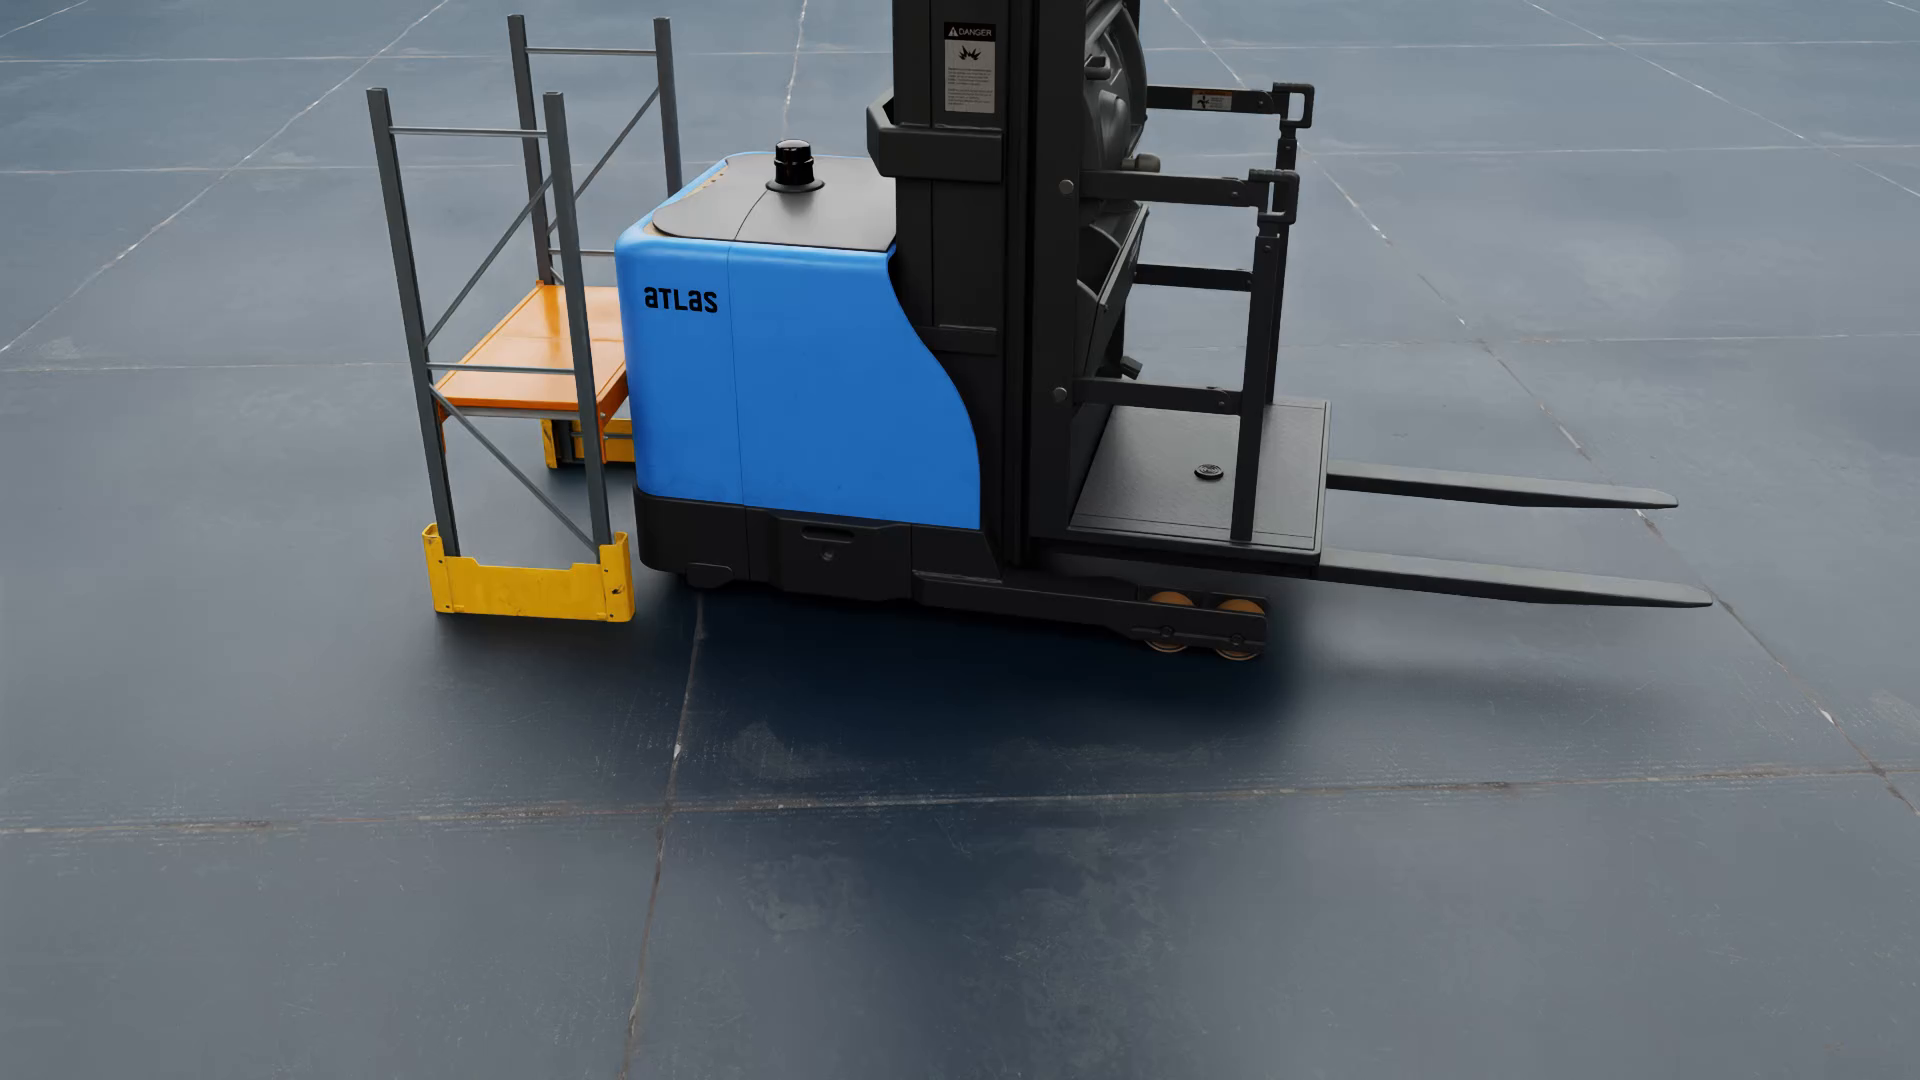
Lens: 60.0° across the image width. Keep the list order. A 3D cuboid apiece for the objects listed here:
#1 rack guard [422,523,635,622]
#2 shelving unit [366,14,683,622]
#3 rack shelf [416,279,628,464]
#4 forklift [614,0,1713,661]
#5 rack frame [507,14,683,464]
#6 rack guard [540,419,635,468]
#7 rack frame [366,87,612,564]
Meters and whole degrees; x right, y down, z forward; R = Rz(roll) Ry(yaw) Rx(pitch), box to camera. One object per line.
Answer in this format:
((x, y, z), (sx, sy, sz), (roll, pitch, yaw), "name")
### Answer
((-1.242, 0.094, 4.800), (0.587, 0.250, 0.087), (3, 28, 6), "rack guard")
((-1.188, -0.690, 4.950), (0.587, 1.500, 1.083), (3, 28, 6), "shelving unit")
((-1.187, -0.534, 5.042), (0.538, 0.185, 1.000), (3, 28, 6), "rack shelf")
((0.609, -1.236, 4.450), (3.031, 2.935, 1.130), (6, 28, 11), "forklift")
((-1.132, -0.927, 5.406), (0.500, 1.500, 0.032), (3, 28, 6), "rack frame")
((-1.134, -0.364, 5.678), (0.587, 0.250, 0.087), (3, 28, 6), "rack guard")
((-1.242, -0.460, 4.510), (0.500, 1.500, 0.032), (3, 28, 6), "rack frame")
